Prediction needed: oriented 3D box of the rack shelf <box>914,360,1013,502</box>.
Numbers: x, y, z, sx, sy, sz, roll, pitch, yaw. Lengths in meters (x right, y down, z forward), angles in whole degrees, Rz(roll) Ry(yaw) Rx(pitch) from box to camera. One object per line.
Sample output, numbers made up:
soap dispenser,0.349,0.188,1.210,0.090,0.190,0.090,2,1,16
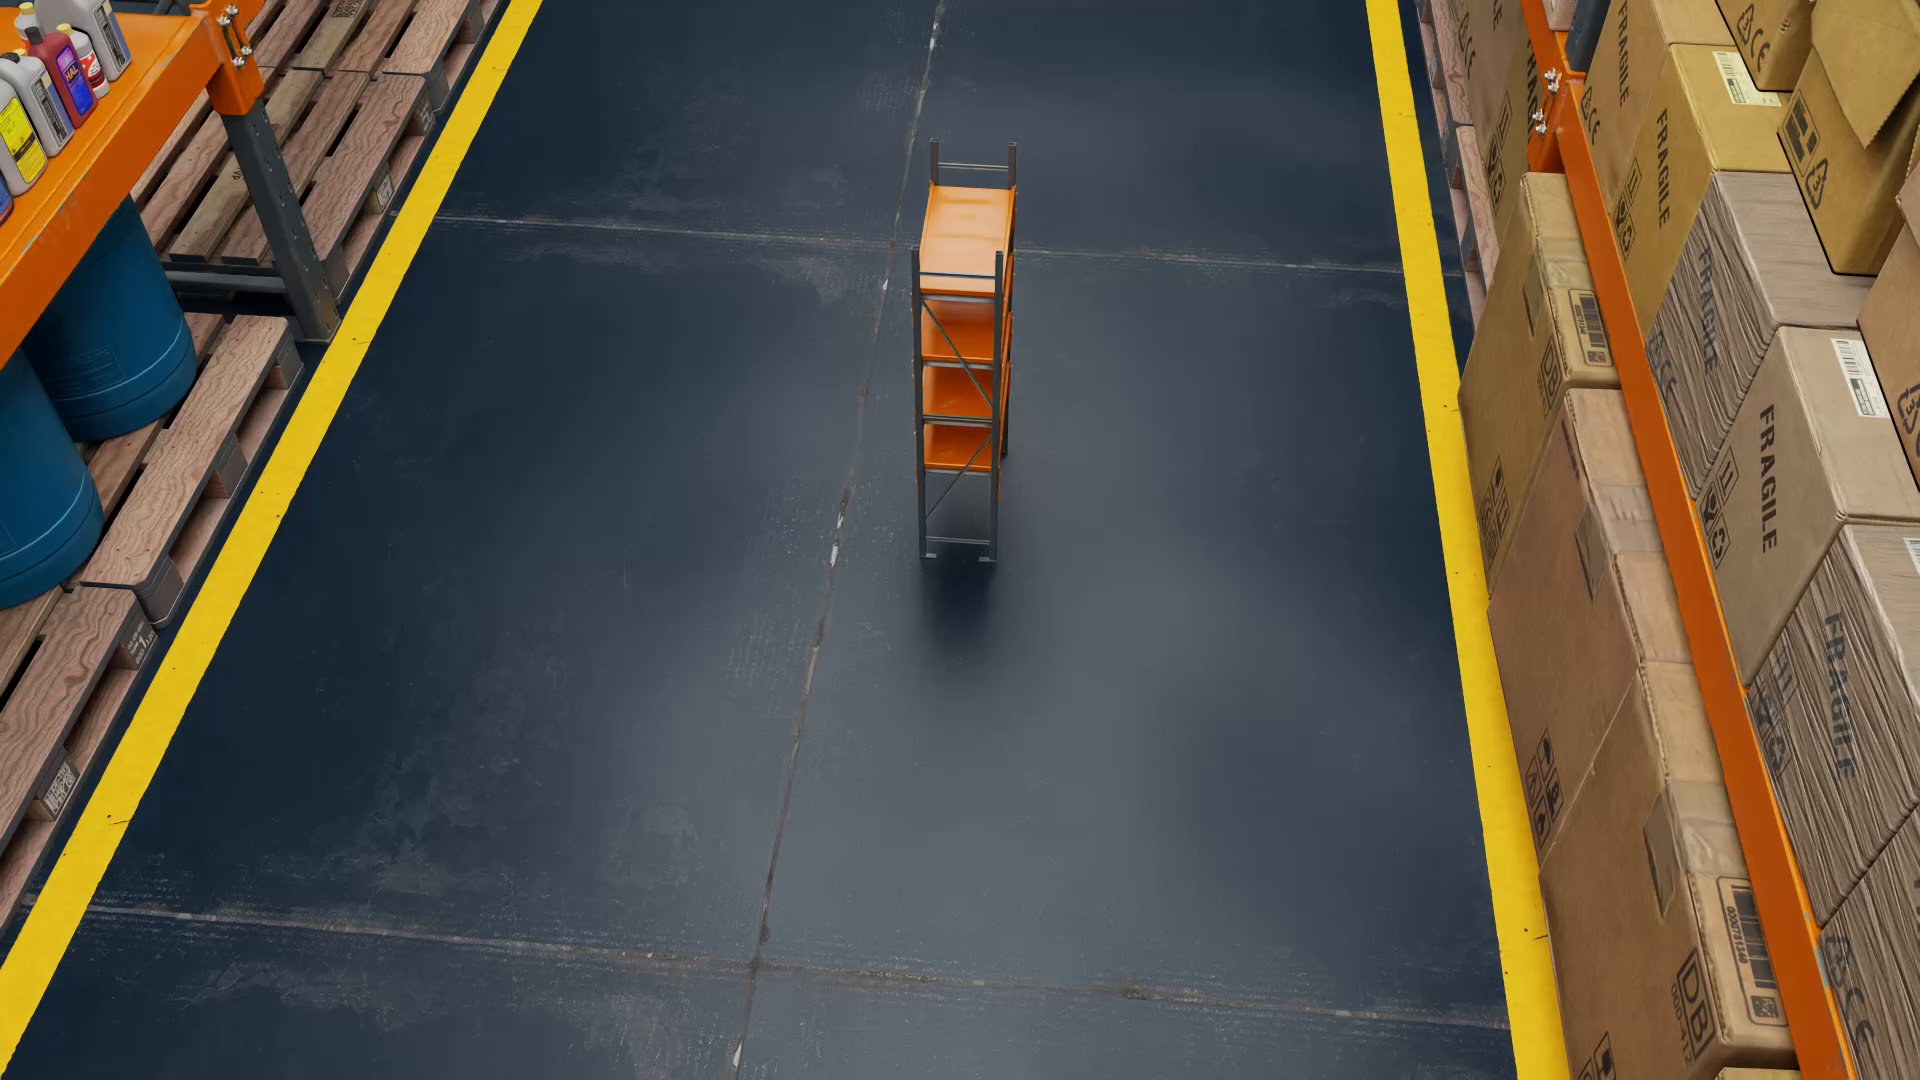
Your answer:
rack shelf,0.015,-0.347,5.115,0.258,0.148,0.480,4,48,4

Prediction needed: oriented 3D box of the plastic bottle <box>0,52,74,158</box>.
plastic bottle,-2.466,-1.158,4.361,0.152,0.276,0.135,4,48,4

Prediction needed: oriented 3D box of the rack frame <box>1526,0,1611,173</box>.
rack frame,2.214,-1.447,4.540,1.000,3.000,0.127,4,48,4

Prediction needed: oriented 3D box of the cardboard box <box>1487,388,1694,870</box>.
cardboard box,2.095,0.257,4.137,1.225,0.875,0.875,2,48,2

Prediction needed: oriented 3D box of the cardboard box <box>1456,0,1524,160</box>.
cardboard box,2.436,-2.012,6.213,0.875,0.875,0.875,4,48,4

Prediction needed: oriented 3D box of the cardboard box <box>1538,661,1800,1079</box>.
cardboard box,2.022,0.908,3.542,1.225,0.875,0.875,4,48,4

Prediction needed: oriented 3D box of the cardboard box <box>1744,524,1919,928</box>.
cardboard box,1.743,0.332,2.846,0.500,0.500,0.500,2,48,2

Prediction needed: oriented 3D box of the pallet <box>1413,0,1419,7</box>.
pallet,2.584,-2.852,7.716,1.003,0.211,1.213,4,48,4

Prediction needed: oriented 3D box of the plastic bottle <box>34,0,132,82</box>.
plastic bottle,-2.432,-1.427,4.606,0.152,0.276,0.135,4,48,4

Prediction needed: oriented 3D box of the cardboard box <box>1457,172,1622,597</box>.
cardboard box,2.176,-0.400,4.738,1.225,0.875,0.875,4,48,4

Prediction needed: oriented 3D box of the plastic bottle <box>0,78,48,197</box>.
plastic bottle,-2.476,-1.066,4.225,0.144,0.351,0.185,4,48,4

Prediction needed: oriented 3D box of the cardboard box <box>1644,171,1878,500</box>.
cardboard box,1.832,-0.422,3.535,0.500,0.500,0.500,3,48,3

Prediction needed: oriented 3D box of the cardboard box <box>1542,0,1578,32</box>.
cardboard box,1.916,-1.608,4.858,0.380,0.149,0.250,4,48,4

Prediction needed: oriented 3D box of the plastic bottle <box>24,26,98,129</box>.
plastic bottle,-2.408,-1.256,4.445,0.061,0.283,0.133,4,48,4

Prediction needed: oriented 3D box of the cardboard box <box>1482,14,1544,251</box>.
cardboard box,2.354,-1.351,5.608,0.875,0.875,0.875,4,48,4

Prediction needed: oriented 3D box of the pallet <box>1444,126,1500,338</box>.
pallet,2.361,-1.059,6.076,1.003,0.211,1.213,4,48,4

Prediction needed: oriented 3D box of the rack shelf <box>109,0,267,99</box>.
rack shelf,-2.536,-3.007,6.455,1.077,0.370,4.000,4,48,4

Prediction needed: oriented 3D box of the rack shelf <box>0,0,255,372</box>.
rack shelf,-2.901,-0.067,3.766,1.077,0.370,4.000,4,48,4

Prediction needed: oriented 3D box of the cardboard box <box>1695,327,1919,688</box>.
cardboard box,1.790,-0.042,3.188,0.500,0.500,0.500,5,48,4

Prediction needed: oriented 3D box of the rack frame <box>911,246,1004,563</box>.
rack frame,-0.007,-0.347,4.755,0.240,1.200,0.015,4,48,4

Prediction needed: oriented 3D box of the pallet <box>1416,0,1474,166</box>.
pallet,2.470,-1.958,6.898,1.003,0.211,1.213,4,48,4

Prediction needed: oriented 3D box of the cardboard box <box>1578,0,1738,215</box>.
cardboard box,1.923,-1.159,4.210,0.500,0.500,0.500,4,48,4

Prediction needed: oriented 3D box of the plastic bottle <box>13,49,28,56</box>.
plastic bottle,-2.488,-1.220,4.468,0.097,0.201,0.097,0,48,0

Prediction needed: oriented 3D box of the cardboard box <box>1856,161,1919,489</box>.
cardboard box,2.049,-0.388,2.824,0.797,0.503,0.637,5,48,5

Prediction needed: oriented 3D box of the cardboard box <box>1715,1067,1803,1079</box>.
cardboard box,1.933,1.562,2.944,1.225,0.875,0.875,2,48,2

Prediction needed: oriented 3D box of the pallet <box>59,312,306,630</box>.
pallet,-2.830,-0.274,5.358,1.003,0.211,1.213,4,48,4

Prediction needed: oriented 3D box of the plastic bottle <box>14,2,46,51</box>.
plastic bottle,-2.558,-1.396,4.629,0.097,0.201,0.097,0,48,0

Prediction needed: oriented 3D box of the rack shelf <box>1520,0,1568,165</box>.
rack shelf,2.396,-2.674,6.150,1.077,0.370,4.000,4,48,4

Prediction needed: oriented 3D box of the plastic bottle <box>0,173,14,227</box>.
plastic bottle,-2.493,-0.930,4.101,0.144,0.351,0.185,4,48,4

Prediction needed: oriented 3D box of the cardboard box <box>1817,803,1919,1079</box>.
cardboard box,1.699,0.714,2.497,0.500,0.500,0.500,3,48,3

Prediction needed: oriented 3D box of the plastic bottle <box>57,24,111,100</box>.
plastic bottle,-2.416,-1.314,4.554,0.097,0.201,0.097,0,48,0

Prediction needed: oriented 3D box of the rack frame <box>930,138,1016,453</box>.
rack frame,0.037,-0.706,5.082,0.240,1.200,0.015,4,48,4

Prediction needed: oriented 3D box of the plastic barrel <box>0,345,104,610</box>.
plastic barrel,-2.849,-0.294,4.624,0.600,0.901,0.708,4,48,4

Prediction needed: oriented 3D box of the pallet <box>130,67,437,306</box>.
pallet,-2.690,-1.382,6.371,1.003,0.211,1.213,4,48,4

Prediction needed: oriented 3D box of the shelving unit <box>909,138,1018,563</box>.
shelving unit,0.015,-0.527,4.918,0.258,1.200,0.503,4,48,4

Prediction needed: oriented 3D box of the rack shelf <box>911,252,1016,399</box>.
rack shelf,0.015,-0.632,4.803,0.258,0.148,0.480,4,48,4

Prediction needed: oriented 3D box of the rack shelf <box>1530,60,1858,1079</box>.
rack shelf,2.032,0.266,3.462,1.077,0.370,4.000,4,48,4

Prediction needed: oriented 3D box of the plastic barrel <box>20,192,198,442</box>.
plastic barrel,-2.785,-0.815,5.100,0.600,0.901,0.708,4,48,4

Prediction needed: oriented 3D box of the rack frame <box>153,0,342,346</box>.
rack frame,-2.718,-1.780,4.845,1.000,3.000,0.127,4,48,4

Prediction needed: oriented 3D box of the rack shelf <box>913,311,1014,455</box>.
rack shelf,0.015,-0.481,4.968,0.258,0.148,0.480,4,48,4

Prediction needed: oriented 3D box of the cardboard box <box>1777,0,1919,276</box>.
cardboard box,2.090,-0.846,3.243,0.797,0.503,0.637,4,48,4

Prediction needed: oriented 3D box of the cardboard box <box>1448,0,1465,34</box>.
cardboard box,2.517,-2.666,6.811,0.875,0.875,0.875,4,48,4

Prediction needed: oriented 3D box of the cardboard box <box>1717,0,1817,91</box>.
cardboard box,2.164,-1.349,3.704,0.797,0.503,0.637,3,48,3

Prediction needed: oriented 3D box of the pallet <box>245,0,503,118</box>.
pallet,-2.581,-2.281,7.193,1.003,0.211,1.213,4,48,4

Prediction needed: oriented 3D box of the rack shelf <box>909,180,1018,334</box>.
rack shelf,0.015,-0.792,4.629,0.258,0.148,0.480,4,48,4

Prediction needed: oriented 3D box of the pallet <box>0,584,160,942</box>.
pallet,-2.939,0.624,4.536,1.003,0.211,1.213,4,48,4

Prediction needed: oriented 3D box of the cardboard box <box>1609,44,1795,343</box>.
cardboard box,1.878,-0.790,3.872,0.500,0.500,0.500,4,48,4
